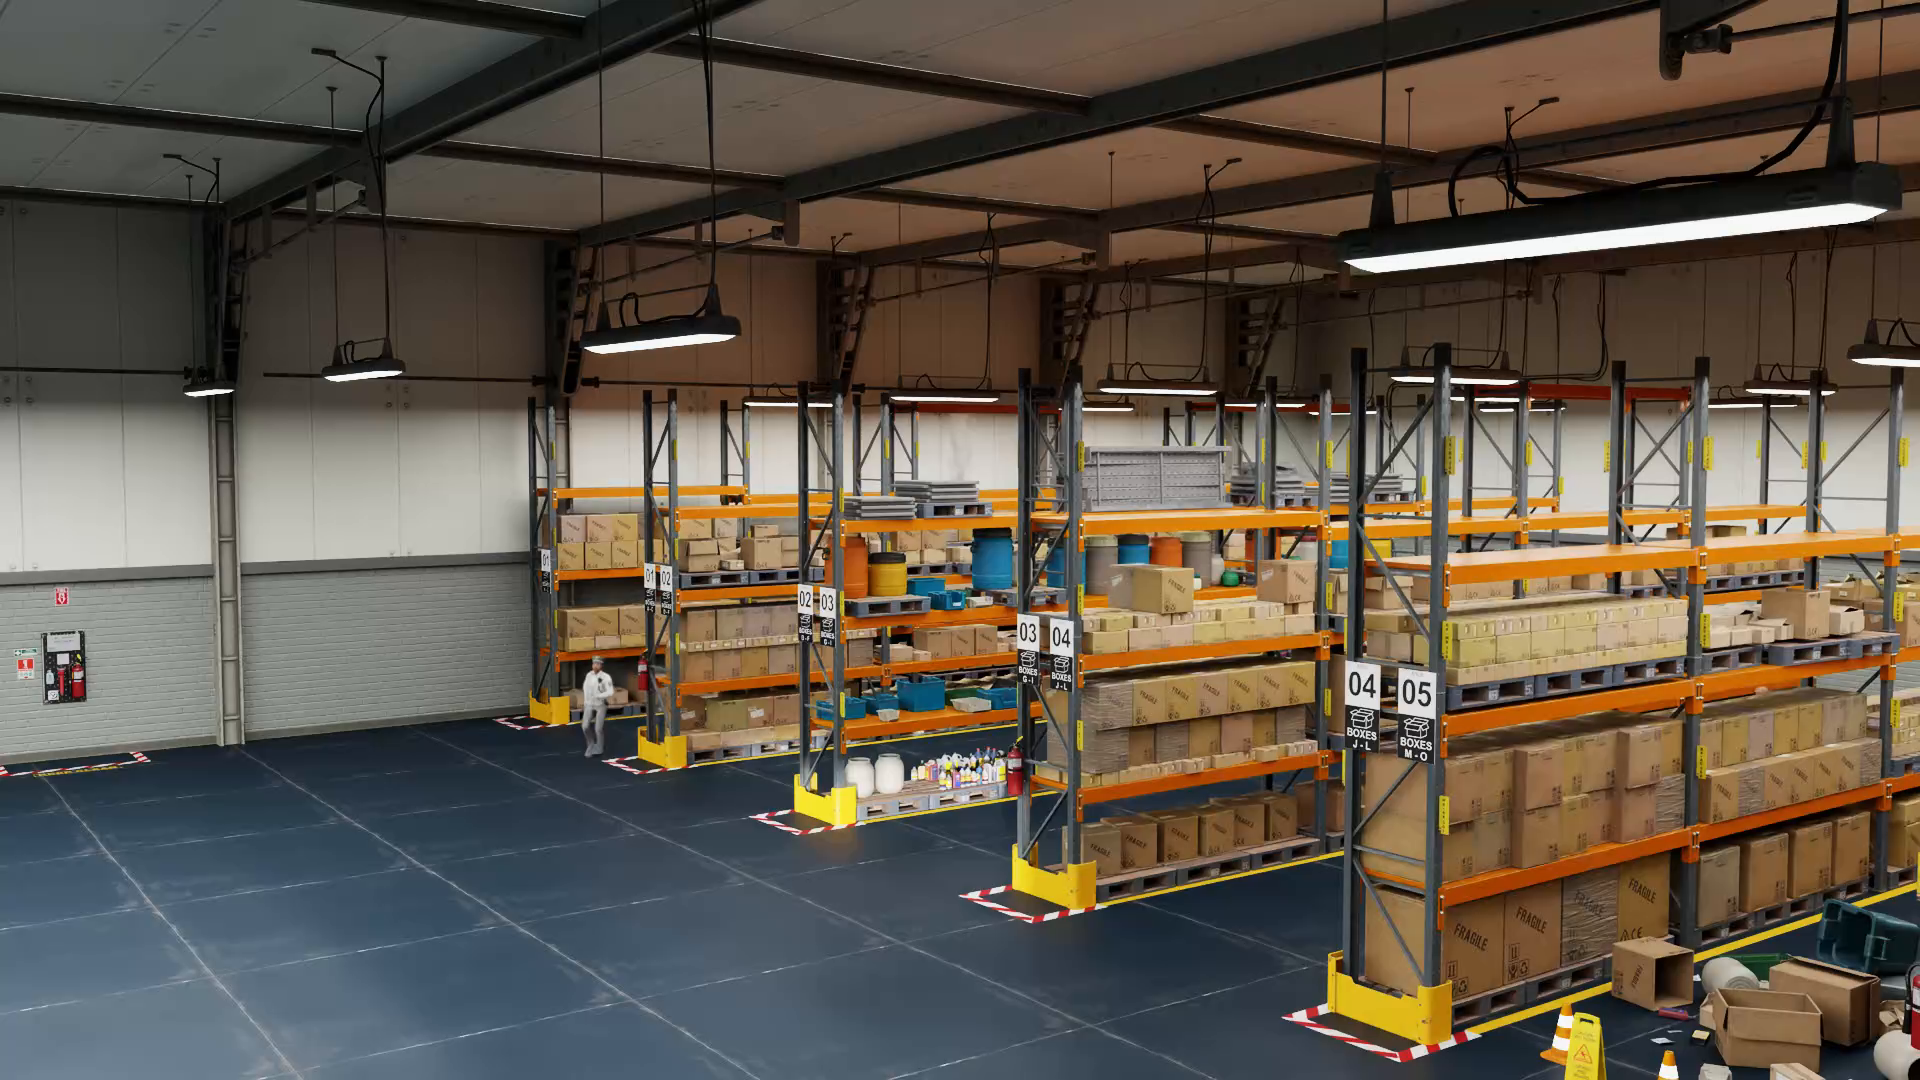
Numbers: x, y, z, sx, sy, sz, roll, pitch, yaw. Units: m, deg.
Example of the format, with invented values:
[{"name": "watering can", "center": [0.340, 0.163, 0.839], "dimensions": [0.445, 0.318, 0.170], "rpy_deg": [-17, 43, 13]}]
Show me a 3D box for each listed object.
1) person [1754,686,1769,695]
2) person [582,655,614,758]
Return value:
[{"name": "person", "center": [10.977, 2.925, 22.886], "dimensions": [0.801, 1.841, 0.682], "rpy_deg": [-3, 4, -40]}, {"name": "person", "center": [-5.952, 2.734, 27.180], "dimensions": [0.597, 1.702, 0.607], "rpy_deg": [1, 3, 10]}]
